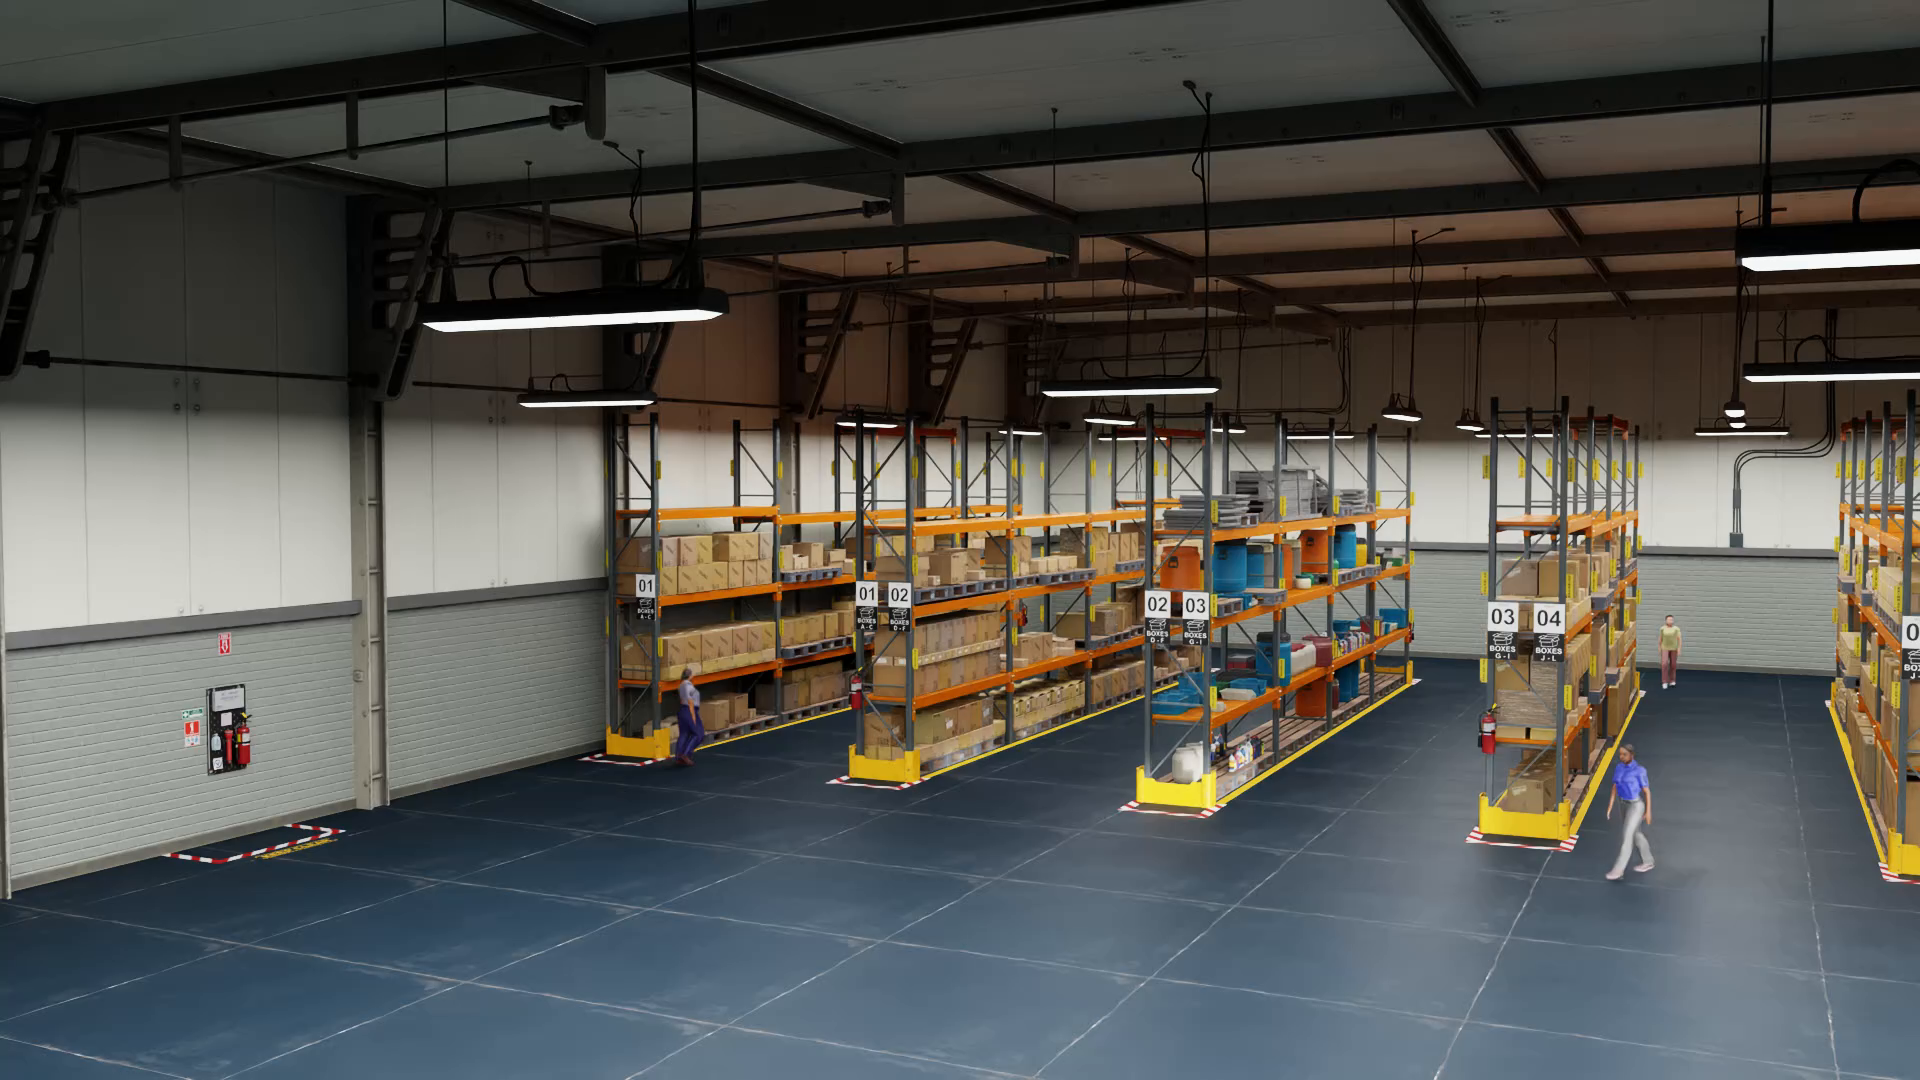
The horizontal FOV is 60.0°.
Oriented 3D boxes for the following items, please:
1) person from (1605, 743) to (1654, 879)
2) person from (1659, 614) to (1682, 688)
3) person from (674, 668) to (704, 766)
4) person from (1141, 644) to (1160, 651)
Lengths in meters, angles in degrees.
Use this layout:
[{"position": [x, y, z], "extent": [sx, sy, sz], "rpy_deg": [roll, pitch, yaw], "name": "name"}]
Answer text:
[{"position": [8.218, 3.311, 20.463], "extent": [0.918, 1.604, 0.489], "rpy_deg": [-1, 3, -18], "name": "person"}, {"position": [16.397, 2.564, 38.389], "extent": [0.492, 1.700, 0.629], "rpy_deg": [1, 3, 25], "name": "person"}, {"position": [-4.619, 2.998, 28.182], "extent": [0.463, 1.619, 0.610], "rpy_deg": [-1, 3, -28], "name": "person"}, {"position": [4.929, 2.321, 43.119], "extent": [0.608, 1.707, 1.085], "rpy_deg": [1, 3, 29], "name": "person"}]
